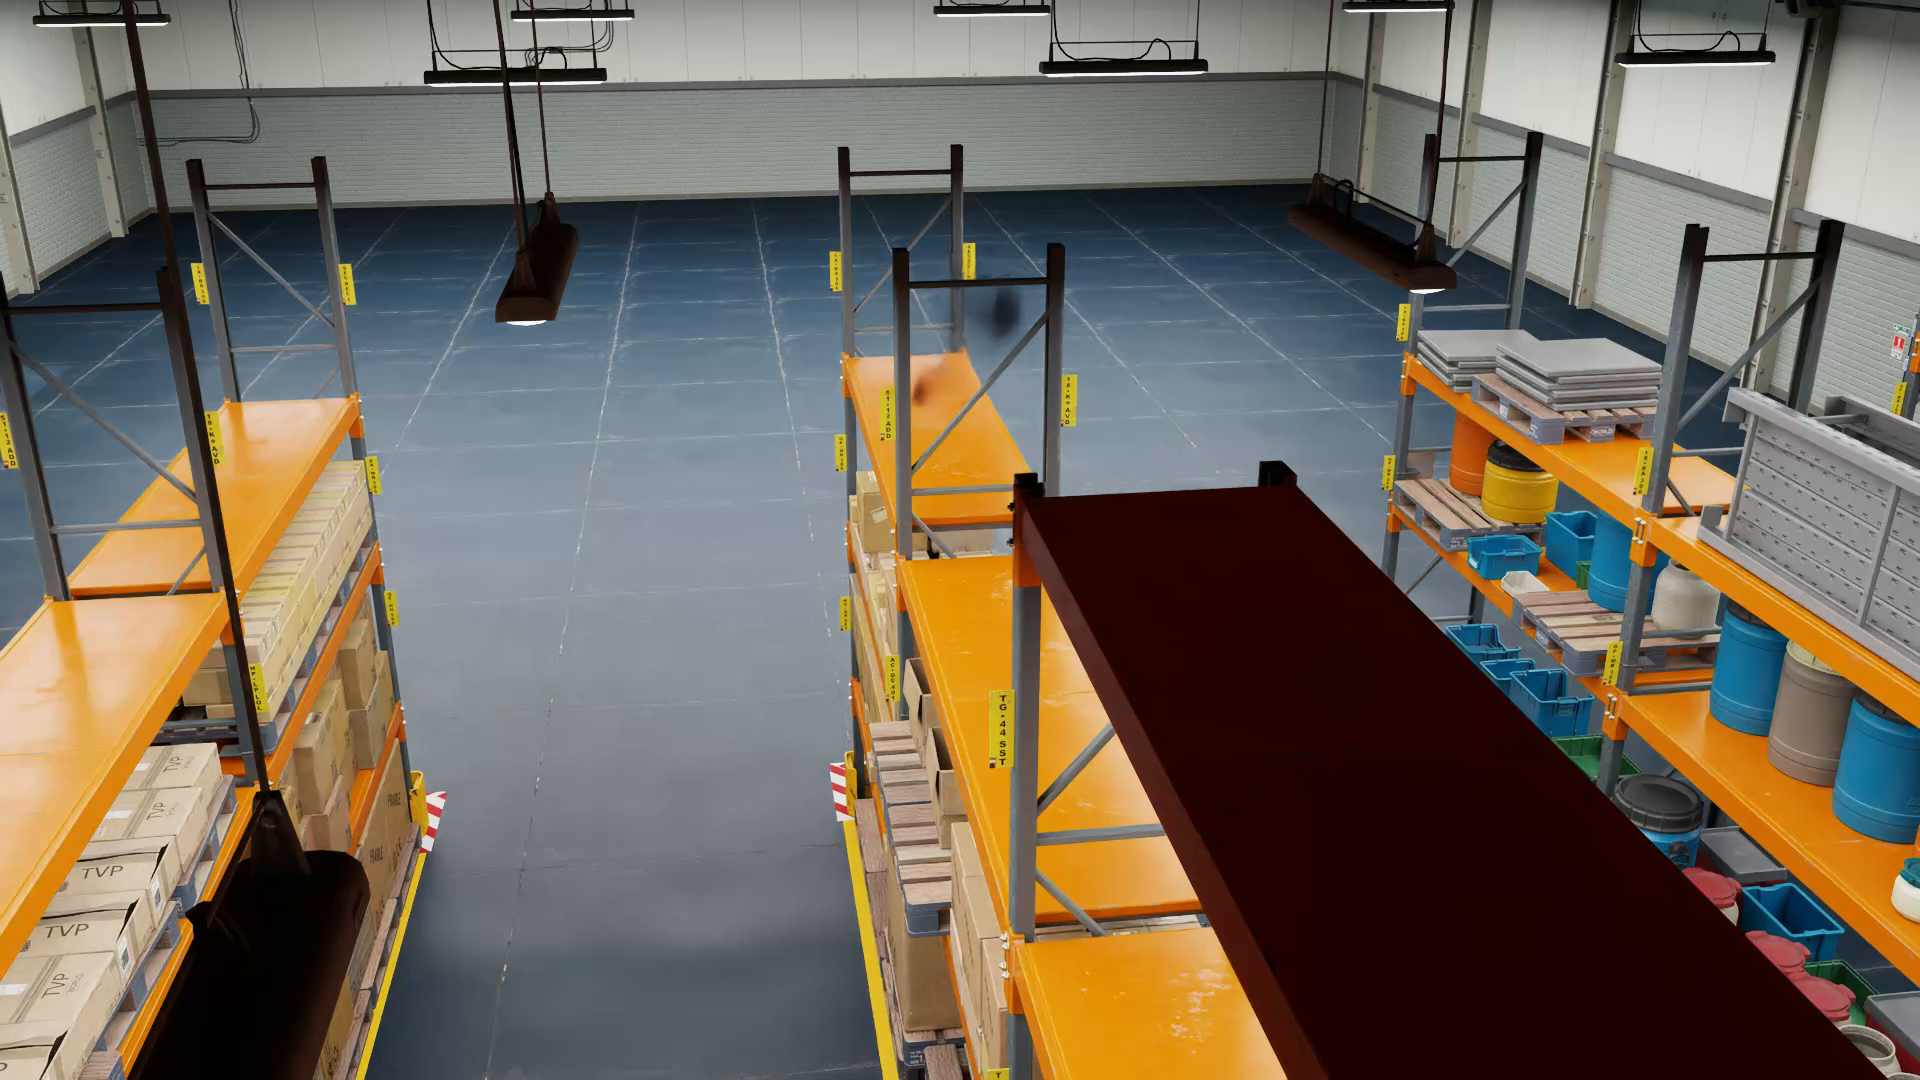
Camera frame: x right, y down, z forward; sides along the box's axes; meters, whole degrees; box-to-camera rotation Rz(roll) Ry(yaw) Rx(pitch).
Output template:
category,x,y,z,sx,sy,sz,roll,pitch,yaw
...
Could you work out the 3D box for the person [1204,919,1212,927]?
category,x,y,z,sx,sy,sz,roll,pitch,yaw
person,1.731,3.297,11.114,0.627,1.685,0.936,-7,23,-18
